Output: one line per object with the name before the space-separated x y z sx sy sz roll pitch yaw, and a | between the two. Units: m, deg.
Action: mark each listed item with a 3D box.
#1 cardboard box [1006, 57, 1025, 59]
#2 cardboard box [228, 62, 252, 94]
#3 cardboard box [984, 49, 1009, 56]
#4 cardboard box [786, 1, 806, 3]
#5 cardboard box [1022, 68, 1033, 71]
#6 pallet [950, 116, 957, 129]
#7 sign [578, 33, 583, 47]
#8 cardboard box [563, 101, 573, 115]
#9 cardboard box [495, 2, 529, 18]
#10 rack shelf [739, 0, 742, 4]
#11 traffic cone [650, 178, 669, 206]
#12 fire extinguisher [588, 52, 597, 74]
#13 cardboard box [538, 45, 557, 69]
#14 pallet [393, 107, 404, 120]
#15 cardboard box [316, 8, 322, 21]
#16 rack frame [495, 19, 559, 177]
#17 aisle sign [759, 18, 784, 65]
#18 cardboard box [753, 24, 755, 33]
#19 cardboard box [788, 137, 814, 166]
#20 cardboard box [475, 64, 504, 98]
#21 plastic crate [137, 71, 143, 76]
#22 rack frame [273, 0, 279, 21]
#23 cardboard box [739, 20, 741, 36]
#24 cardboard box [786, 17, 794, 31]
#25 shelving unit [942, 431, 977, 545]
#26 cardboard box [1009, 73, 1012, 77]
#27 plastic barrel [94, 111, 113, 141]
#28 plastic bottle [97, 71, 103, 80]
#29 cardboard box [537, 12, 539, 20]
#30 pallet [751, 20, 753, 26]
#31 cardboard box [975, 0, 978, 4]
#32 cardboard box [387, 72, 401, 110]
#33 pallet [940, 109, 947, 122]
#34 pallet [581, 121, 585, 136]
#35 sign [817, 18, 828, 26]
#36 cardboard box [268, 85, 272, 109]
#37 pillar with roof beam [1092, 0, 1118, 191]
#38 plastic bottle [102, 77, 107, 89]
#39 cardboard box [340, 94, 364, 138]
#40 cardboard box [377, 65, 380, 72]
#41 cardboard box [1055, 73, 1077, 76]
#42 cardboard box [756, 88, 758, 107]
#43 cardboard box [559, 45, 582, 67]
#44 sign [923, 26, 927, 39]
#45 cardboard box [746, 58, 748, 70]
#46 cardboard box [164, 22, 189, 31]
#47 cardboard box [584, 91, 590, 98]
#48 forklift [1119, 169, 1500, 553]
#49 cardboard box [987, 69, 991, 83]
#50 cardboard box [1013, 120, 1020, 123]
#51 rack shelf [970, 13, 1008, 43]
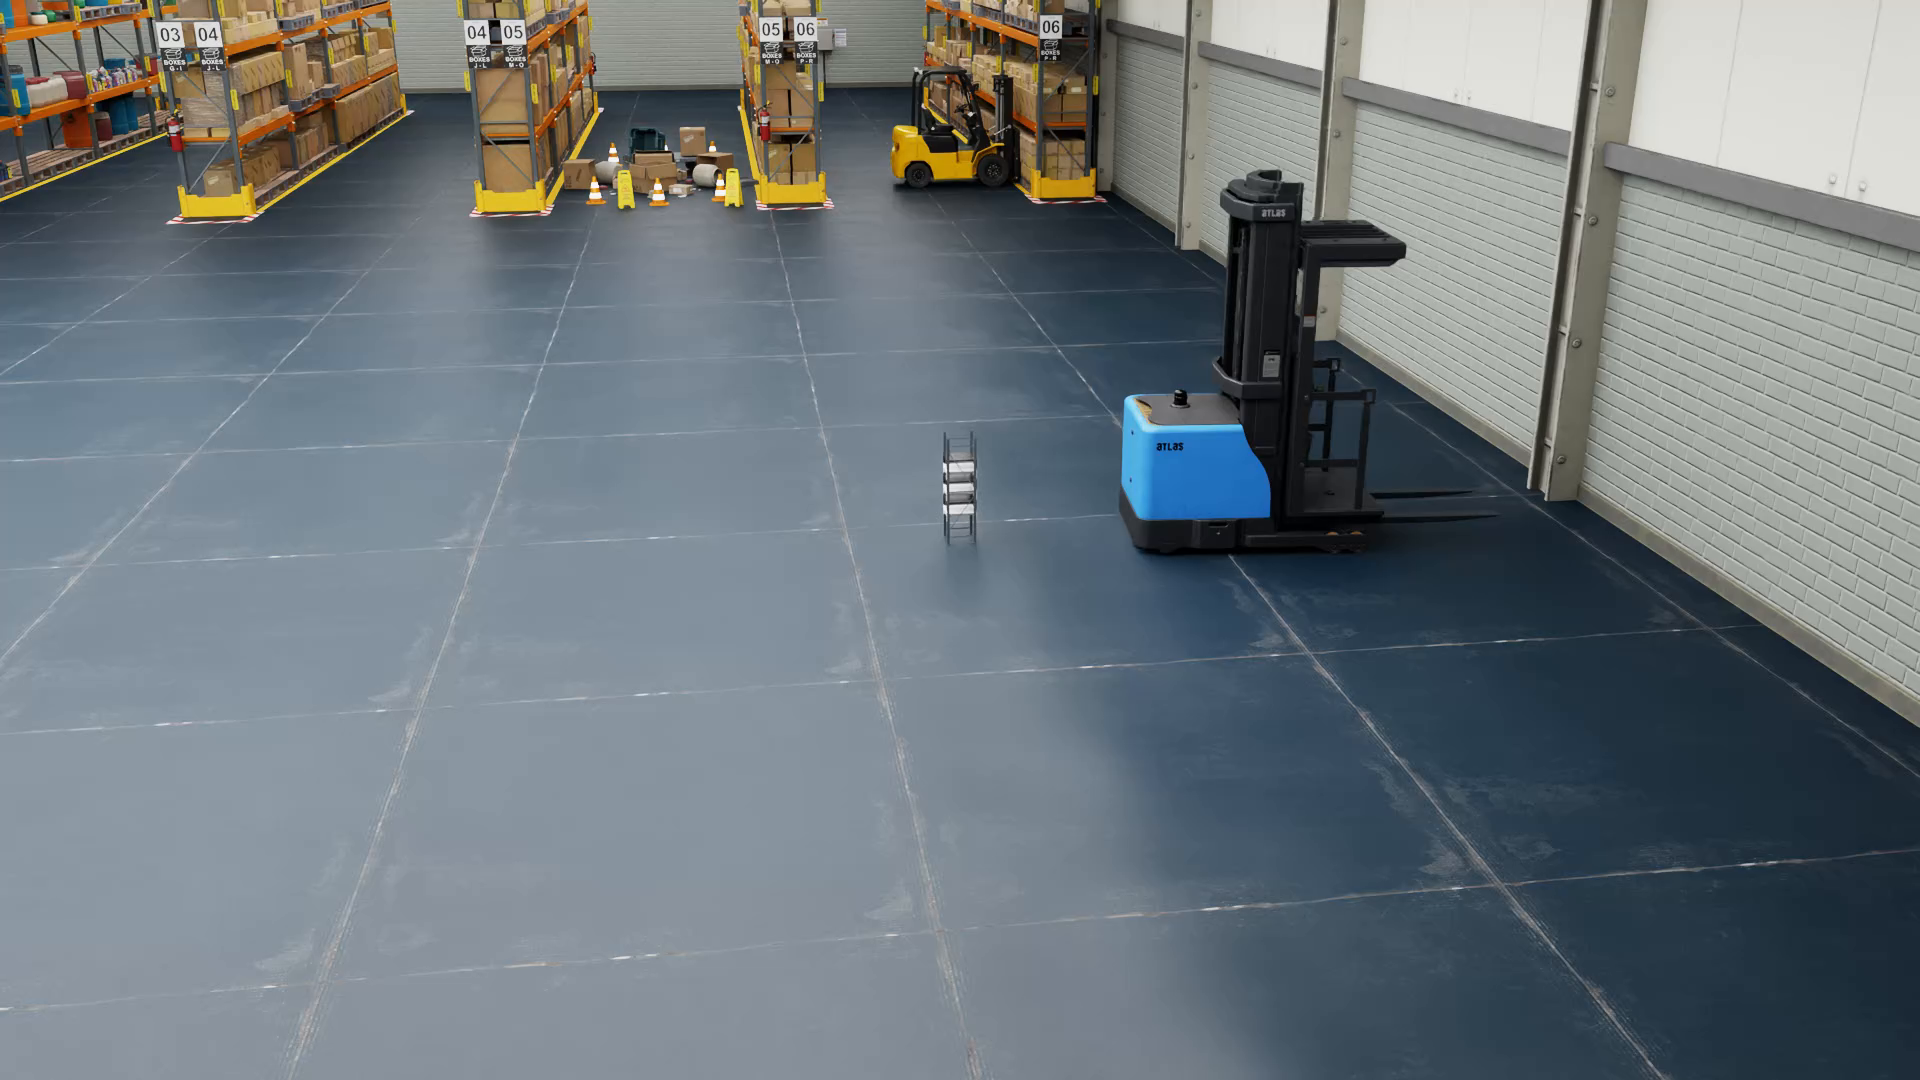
cardboard box | 1.226 -10.526 36.542 0.380 0.149 0.250 -3 21 -9
cardboard box | -12.691 -8.048 28.980 0.500 0.500 0.500 -3 21 -8
cardboard box | 0.829 -10.967 38.049 0.500 0.500 0.500 -2 21 -5
cardboard box | -3.071 -10.017 31.181 0.380 0.149 0.250 -3 21 -7
cardboard box | 1.395 -8.990 32.003 0.380 0.149 0.250 -3 21 -8
pallet | 0.327 -10.336 41.088 1.003 0.211 1.213 -3 21 -8
sign | -9.074 -11.957 39.789 0.100 0.325 0.005 -3 21 -8
cardboard box | -8.906 -9.629 37.110 0.500 0.250 0.500 -4 21 -10
cardboard box | -7.709 -9.129 28.630 0.500 0.250 0.500 -3 21 -8
rack shelf | -5.028 -13.431 42.131 1.077 0.370 4.000 -3 21 -8
traffic cone | -5.397 -6.237 29.755 0.336 0.463 0.334 -3 21 -8
fire extinguisher | -9.779 -12.670 43.996 0.296 0.674 0.183 -3 21 -8
cardboard box | -8.917 -10.185 35.127 0.700 0.500 0.500 -3 21 -9
pallet | -14.930 -10.976 42.803 1.003 0.211 1.213 -3 21 -8
cardboard box | -13.658 -10.968 34.723 0.500 0.250 0.500 -3 21 -8
rack frame | -8.470 -8.616 32.498 1.000 3.000 0.127 -3 21 -8
aisle sign | -3.287 -8.697 29.000 0.394 0.787 0.004 -3 21 -8
cardboard box | -3.685 -9.617 31.250 0.380 0.149 0.250 -3 21 -9
cardboard box | -2.936 -7.258 31.119 0.500 0.500 0.500 -4 21 -10
cardboard box | -8.079 -8.123 29.421 0.875 0.550 0.550 -3 21 -8
plastic crate | -19.373 -10.994 39.155 0.396 0.136 0.243 -3 21 -8
rack frame | -13.393 -11.211 30.872 1.000 3.000 0.127 -3 21 -8
cardboard box | -5.528 -13.390 43.708 0.500 0.500 0.500 -3 21 -9
cardboard box | -2.818 -9.177 29.503 0.500 0.250 0.500 -3 21 -9
shelving unit | -0.001 -0.424 13.566 0.258 0.900 0.210 -3 21 -8
cardboard box | 1.177 -9.112 32.755 0.380 0.149 0.250 -2 21 -7
plastic barrel | -19.121 -9.162 36.807 0.600 0.588 0.708 -3 21 -8
plastic bottle | -18.963 -10.160 36.703 0.144 0.351 0.185 -3 21 -8
cardboard box | -7.916 -9.596 30.451 0.380 0.149 0.250 -3 21 -8
pallet | -3.570 -10.437 33.354 1.213 0.211 1.003 -3 21 -8
cardboard box | 0.612 -11.970 36.304 0.500 0.500 0.500 -3 21 -7
cardboard box | -14.951 -11.539 42.761 0.875 0.875 0.875 -3 21 -8
pallet | 0.074 -10.854 42.474 1.003 0.211 1.213 -3 21 -8
pallet | -9.509 -9.810 39.680 1.003 0.211 1.213 -3 21 -8
sign | -4.137 -15.518 49.796 0.339 0.242 0.001 -3 21 -8
cardboard box | -13.352 -8.253 30.958 0.875 0.500 0.500 -3 21 -8
pillar with roof beam | -1.567 -10.647 29.362 9.100 9.000 0.400 -3 21 -8
plastic bottle | -18.736 -10.003 36.396 0.097 0.271 0.097 0 20 0
cardboard box | -14.169 -9.536 37.398 1.225 0.875 0.875 -3 21 -8
cardboard box | -14.412 -11.534 40.669 0.380 0.149 0.250 -3 21 -9
cardboard box | 1.988 -8.654 31.104 0.380 0.149 0.250 -3 21 -7
cardboard box | -3.643 -8.573 31.815 0.500 0.500 0.500 -3 21 -8
cardboard box | -9.445 -11.756 40.337 0.500 0.500 0.500 -3 21 -9
sign | -0.941 -13.685 44.833 0.100 0.325 0.005 -3 21 -8
cardboard box | -4.655 -10.958 38.268 0.500 0.250 0.500 -3 21 -9
cardboard box | -13.165 -8.618 27.860 0.380 0.149 0.250 -3 21 -8
cardboard box | -9.662 -11.384 42.533 0.380 0.149 0.250 -2 21 -6
forklift | 2.897 -1.452 13.415 3.031 2.935 1.130 -1 21 -4
cardboard box | 0.852 -9.828 35.243 0.500 0.250 0.500 -3 21 -7
cardboard box | 1.085 -8.346 33.675 0.500 0.250 0.500 -3 21 -9
rack shelf | 1.037 -10.913 35.388 1.077 0.370 4.000 -3 21 -8
